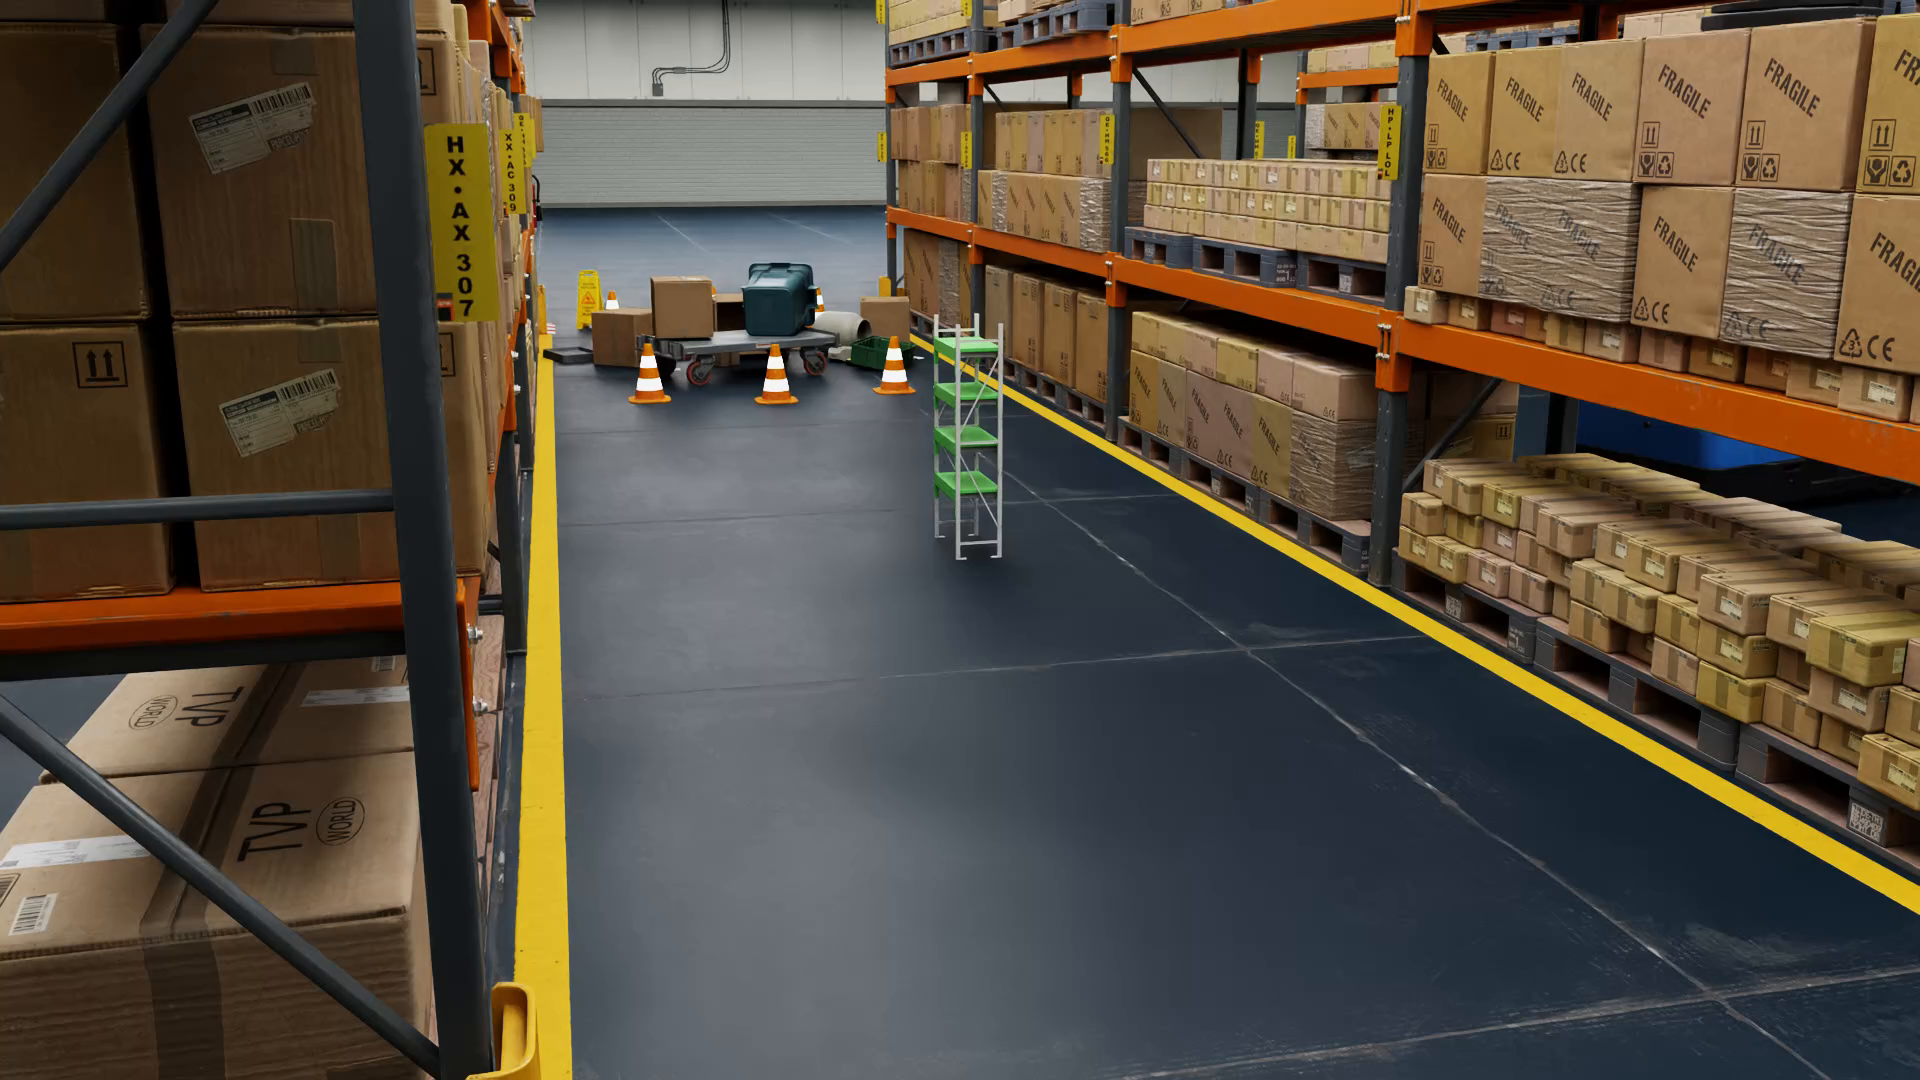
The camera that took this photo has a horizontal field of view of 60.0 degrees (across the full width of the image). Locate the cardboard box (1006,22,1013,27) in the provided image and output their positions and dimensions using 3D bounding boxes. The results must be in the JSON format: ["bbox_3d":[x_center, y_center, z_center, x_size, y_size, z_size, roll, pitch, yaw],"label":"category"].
[{"bbox_3d":[0.663,-4.973,16.076,0.380,0.149,0.250,-4,14,-14],"label":"cardboard box"}]

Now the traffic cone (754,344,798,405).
[{"bbox_3d":[-1.499,-1.357,13.505,0.336,0.463,0.334,-3,14,-13],"label":"traffic cone"}]

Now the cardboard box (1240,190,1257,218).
[{"bbox_3d":[1.826,-1.929,9.522,0.380,0.149,0.250,-3,14,-11],"label":"cardboard box"}]

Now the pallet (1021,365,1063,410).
[{"bbox_3d":[1.141,-1.297,13.791,1.003,0.211,1.213,-3,14,-13],"label":"pallet"}]

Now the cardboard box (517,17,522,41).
[{"bbox_3d":[-4.263,-4.688,15.166,0.500,0.250,0.500,-3,14,-13],"label":"cardboard box"}]

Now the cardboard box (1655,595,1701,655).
[{"bbox_3d":[2.714,0.293,5.904,0.380,0.149,0.250,-3,14,-10],"label":"cardboard box"}]

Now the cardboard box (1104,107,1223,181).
[{"bbox_3d":[1.441,-2.823,11.844,0.700,0.500,0.500,-3,14,-13],"label":"cardboard box"}]

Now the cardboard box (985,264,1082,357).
[{"bbox_3d":[0.830,-2.080,14.977,1.050,0.750,0.750,-3,14,-13],"label":"cardboard box"}]

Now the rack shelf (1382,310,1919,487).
[{"bbox_3d":[2.946,-0.451,5.969,1.077,0.370,4.000,-3,14,-13],"label":"rack shelf"}]

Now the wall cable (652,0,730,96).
[{"bbox_3d":[-7.887,-16.008,48.326,2.305,6.003,0.169,-3,14,-13],"label":"wall cable"}]

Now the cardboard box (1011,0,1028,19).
[{"bbox_3d":[0.599,-4.442,13.902,0.250,0.149,0.380,-3,14,-13],"label":"cardboard box"}]

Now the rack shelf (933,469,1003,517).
[{"bbox_3d":[0.039,-0.249,8.700,0.258,0.148,0.480,-3,14,-13],"label":"rack shelf"}]

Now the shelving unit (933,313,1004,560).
[{"bbox_3d":[0.039,-0.545,8.628,0.258,1.200,0.503,-3,14,-13],"label":"shelving unit"}]

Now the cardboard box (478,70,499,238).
[{"bbox_3d":[-1.693,-1.169,5.074,0.500,0.500,0.500,-3,14,-12],"label":"cardboard box"}]

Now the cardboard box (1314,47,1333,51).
[{"bbox_3d":[4.309,-5.720,19.174,0.380,0.149,0.250,-3,14,-12],"label":"cardboard box"}]

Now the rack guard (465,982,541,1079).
[{"bbox_3d":[-1.367,1.180,3.044,1.175,0.500,0.348,-3,14,-13],"label":"rack guard"}]

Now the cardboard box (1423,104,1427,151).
[{"bbox_3d":[4.950,-4.243,17.030,0.500,0.500,0.500,-3,14,-13],"label":"cardboard box"}]

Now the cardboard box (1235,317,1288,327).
[{"bbox_3d":[2.081,-1.280,10.646,0.500,0.250,0.500,-3,14,-12],"label":"cardboard box"}]

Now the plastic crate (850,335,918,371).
[{"bbox_3d":[-0.717,-1.736,15.518,0.450,0.188,0.662,14,17,13],"label":"plastic crate"}]

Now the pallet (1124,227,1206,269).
[{"bbox_3d":[1.807,-1.933,10.923,1.213,0.211,1.003,-3,14,-13],"label":"pallet"}]

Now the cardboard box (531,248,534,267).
[{"bbox_3d":[-4.038,-2.539,14.962,0.380,0.149,0.250,-3,14,-12],"label":"cardboard box"}]

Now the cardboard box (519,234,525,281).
[{"bbox_3d":[-2.745,-1.593,9.445,0.500,0.250,0.500,-3,14,-12],"label":"cardboard box"}]

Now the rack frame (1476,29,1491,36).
[{"bbox_3d":[5.442,-6.275,15.650,1.000,3.000,0.127,-3,14,-13],"label":"rack frame"}]

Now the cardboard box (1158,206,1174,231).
[{"bbox_3d":[1.508,-2.090,10.807,0.380,0.149,0.250,-3,14,-10],"label":"cardboard box"}]

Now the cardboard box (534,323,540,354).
[{"bbox_3d":[-4.067,-1.828,14.996,0.500,0.250,0.500,-4,14,-16],"label":"cardboard box"}]

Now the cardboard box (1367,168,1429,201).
[{"bbox_3d":[2.192,-1.715,8.016,0.380,0.149,0.250,-3,14,-11],"label":"cardboard box"}]

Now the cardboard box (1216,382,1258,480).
[{"bbox_3d":[1.821,-0.645,9.630,0.500,0.500,0.500,-4,14,-14],"label":"cardboard box"}]

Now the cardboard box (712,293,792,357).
[{"bbox_3d":[-2.029,-2.105,16.196,0.797,0.637,0.503,-3,14,-13],"label":"cardboard box"}]

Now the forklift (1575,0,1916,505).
[{"bbox_3d":[5.224,-1.784,10.053,3.031,2.935,1.130,-8,16,-28],"label":"forklift"}]

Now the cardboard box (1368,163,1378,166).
[{"bbox_3d":[2.526,-2.048,9.379,0.380,0.149,0.250,-3,14,-11],"label":"cardboard box"}]

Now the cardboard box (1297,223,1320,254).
[{"bbox_3d":[2.013,-1.600,8.799,0.380,0.149,0.250,-4,14,-16],"label":"cardboard box"}]

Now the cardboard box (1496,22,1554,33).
[{"bbox_3d":[5.456,-4.958,15.477,0.797,0.503,0.637,-4,14,-16],"label":"cardboard box"}]

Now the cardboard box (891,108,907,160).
[{"bbox_3d":[-0.293,-4.540,18.598,0.875,0.550,0.550,-3,14,-13],"label":"cardboard box"}]

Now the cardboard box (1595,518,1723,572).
[{"bbox_3d":[2.678,0.024,6.377,0.380,0.149,0.250,-4,14,-16],"label":"cardboard box"}]

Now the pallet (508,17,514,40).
[{"bbox_3d":[-3.903,-3.787,12.181,1.213,0.211,1.003,-3,14,-13],"label":"pallet"}]

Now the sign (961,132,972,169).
[{"bbox_3d":[0.058,-3.535,15.086,0.100,0.325,0.005,-3,14,-13],"label":"sign"}]

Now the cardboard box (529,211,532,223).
[{"bbox_3d":[-4.244,-3.072,15.712,0.380,0.149,0.250,-3,14,-13],"label":"cardboard box"}]

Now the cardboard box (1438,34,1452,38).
[{"bbox_3d":[4.968,-5.117,16.708,0.380,0.149,0.250,-4,14,-16],"label":"cardboard box"}]

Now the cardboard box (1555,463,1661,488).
[{"bbox_3d":[2.911,-0.246,7.481,0.380,0.149,0.250,-3,14,-12],"label":"cardboard box"}]

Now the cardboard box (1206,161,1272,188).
[{"bbox_3d":[1.703,-2.196,9.986,0.380,0.149,0.250,-3,14,-11],"label":"cardboard box"}]

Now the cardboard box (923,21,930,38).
[{"bbox_3d":[-0.159,-5.113,16.650,0.380,0.149,0.250,-3,14,-13],"label":"cardboard box"}]

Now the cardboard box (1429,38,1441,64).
[{"bbox_3d":[4.969,-4.957,16.890,0.500,0.250,0.500,-3,14,-12],"label":"cardboard box"}]

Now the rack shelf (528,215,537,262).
[{"bbox_3d":[-4.661,-2.920,16.075,1.077,0.370,4.000,-3,14,-13],"label":"rack shelf"}]

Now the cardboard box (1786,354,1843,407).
[{"bbox_3d":[2.853,-0.513,5.236,0.380,0.149,0.250,-4,14,-16],"label":"cardboard box"}]

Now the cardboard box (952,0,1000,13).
[{"bbox_3d":[0.232,-4.988,15.297,0.500,0.250,0.500,-3,14,-14],"label":"cardboard box"}]

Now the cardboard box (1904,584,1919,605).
[{"bbox_3d":[3.367,0.238,5.500,0.380,0.149,0.250,-4,14,-16],"label":"cardboard box"}]

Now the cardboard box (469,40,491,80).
[{"bbox_3d":[-1.930,-1.759,6.121,0.380,0.149,0.250,-4,14,-14],"label":"cardboard box"}]

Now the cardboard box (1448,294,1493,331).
[{"bbox_3d":[2.357,-1.001,7.232,0.380,0.149,0.250,-3,14,-12],"label":"cardboard box"}]

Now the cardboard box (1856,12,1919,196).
[{"bbox_3d":[2.947,-1.226,4.683,0.500,0.500,0.500,-4,14,-15],"label":"cardboard box"}]

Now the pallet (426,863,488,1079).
[{"bbox_3d":[-1.636,1.135,3.838,1.003,0.211,1.213,-3,14,-13],"label":"pallet"}]

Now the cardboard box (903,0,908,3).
[{"bbox_3d":[-0.397,-5.735,17.515,0.380,0.149,0.250,-3,14,-13],"label":"cardboard box"}]

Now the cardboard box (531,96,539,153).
[{"bbox_3d":[-4.274,-3.837,15.368,0.700,0.500,0.500,-4,14,-14],"label":"cardboard box"}]

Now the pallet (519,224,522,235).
[{"bbox_3d":[-3.522,-1.951,10.995,1.213,0.211,1.003,-3,14,-13],"label":"pallet"}]

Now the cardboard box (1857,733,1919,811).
[{"bbox_3d":[2.930,0.678,4.952,0.380,0.149,0.250,-3,14,-11],"label":"cardboard box"}]

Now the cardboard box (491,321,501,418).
[{"bbox_3d":[-1.588,-0.563,4.702,0.500,0.500,0.500,-3,14,-11],"label":"cardboard box"}]

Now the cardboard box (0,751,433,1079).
[{"bbox_3d":[-1.625,0.854,3.625,0.875,0.438,0.875,-4,14,-15],"label":"cardboard box"}]

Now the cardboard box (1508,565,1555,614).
[{"bbox_3d":[2.529,0.193,6.941,0.380,0.149,0.250,-4,14,-14],"label":"cardboard box"}]
